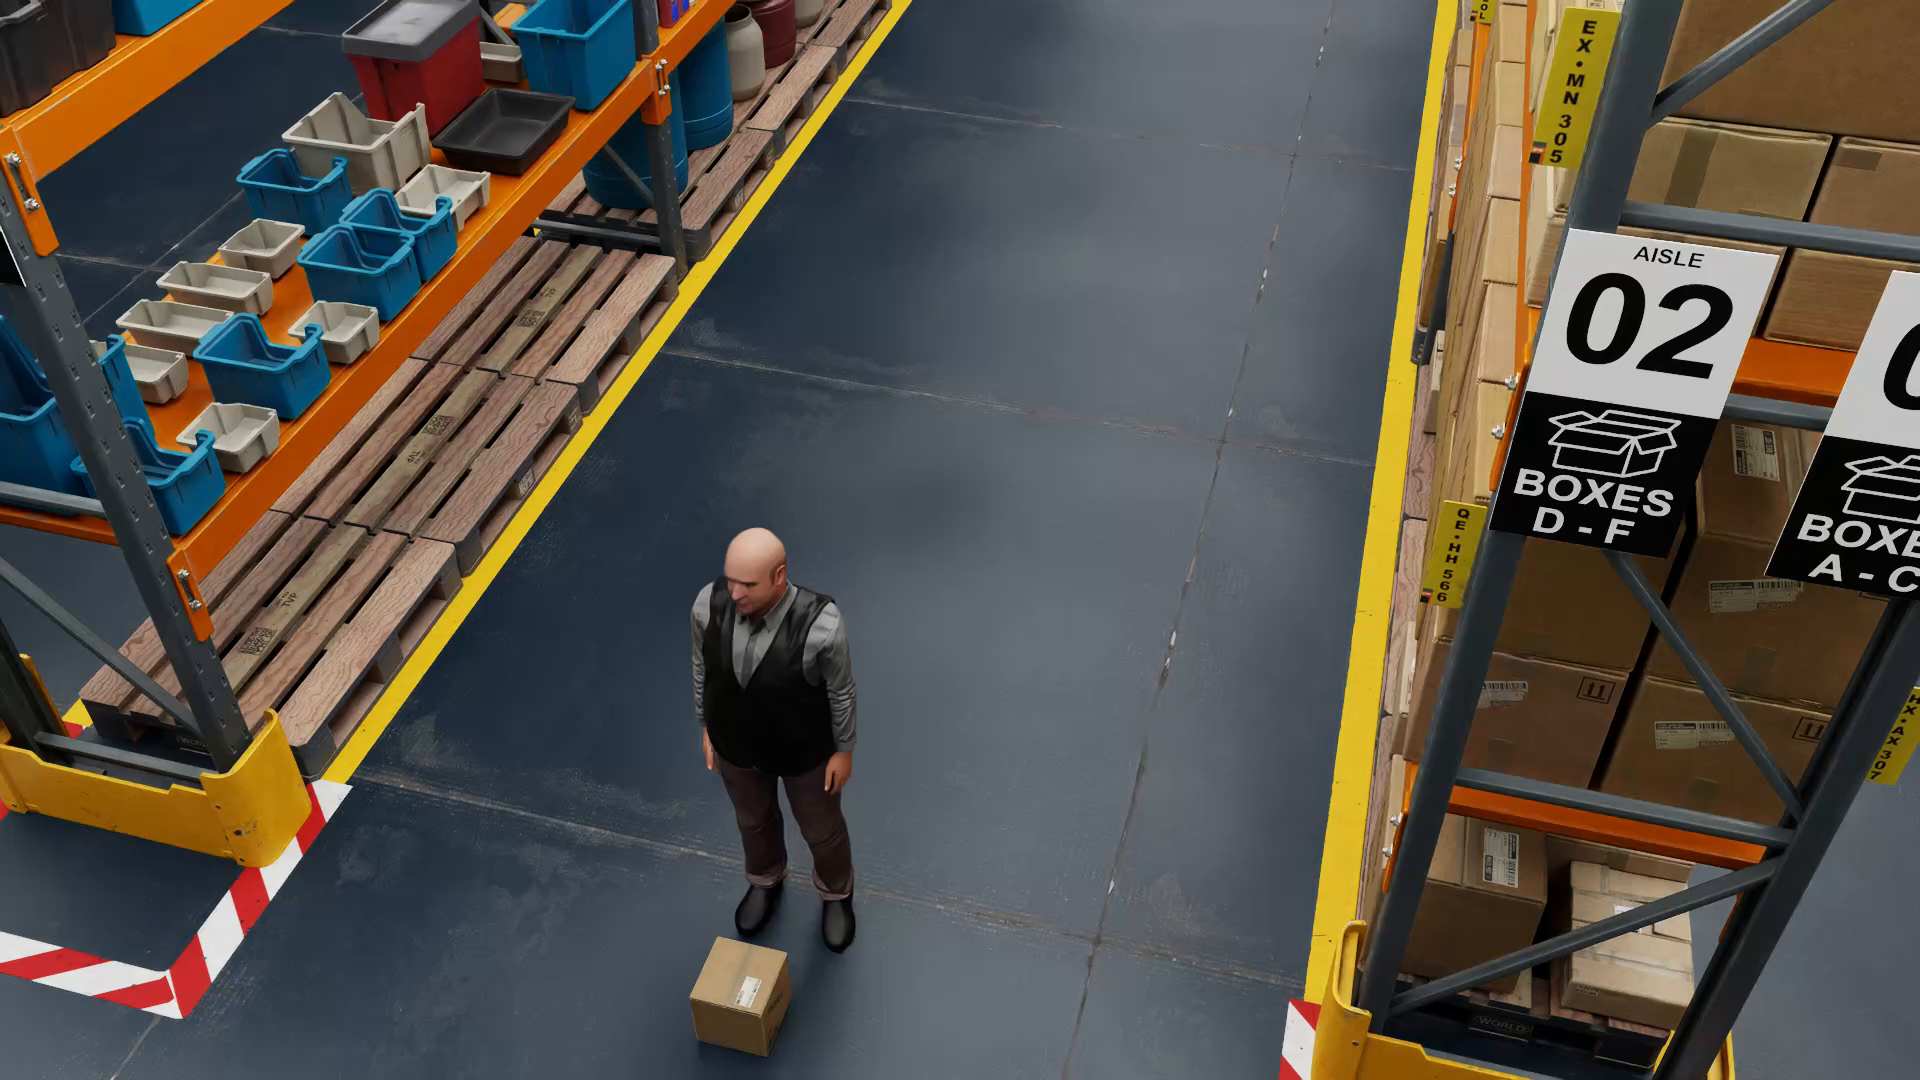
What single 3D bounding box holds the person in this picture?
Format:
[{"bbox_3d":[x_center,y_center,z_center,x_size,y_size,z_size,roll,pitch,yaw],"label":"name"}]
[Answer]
[{"bbox_3d":[-0.598,0.665,5.409,0.550,1.738,0.360,11,42,12],"label":"person"}]
